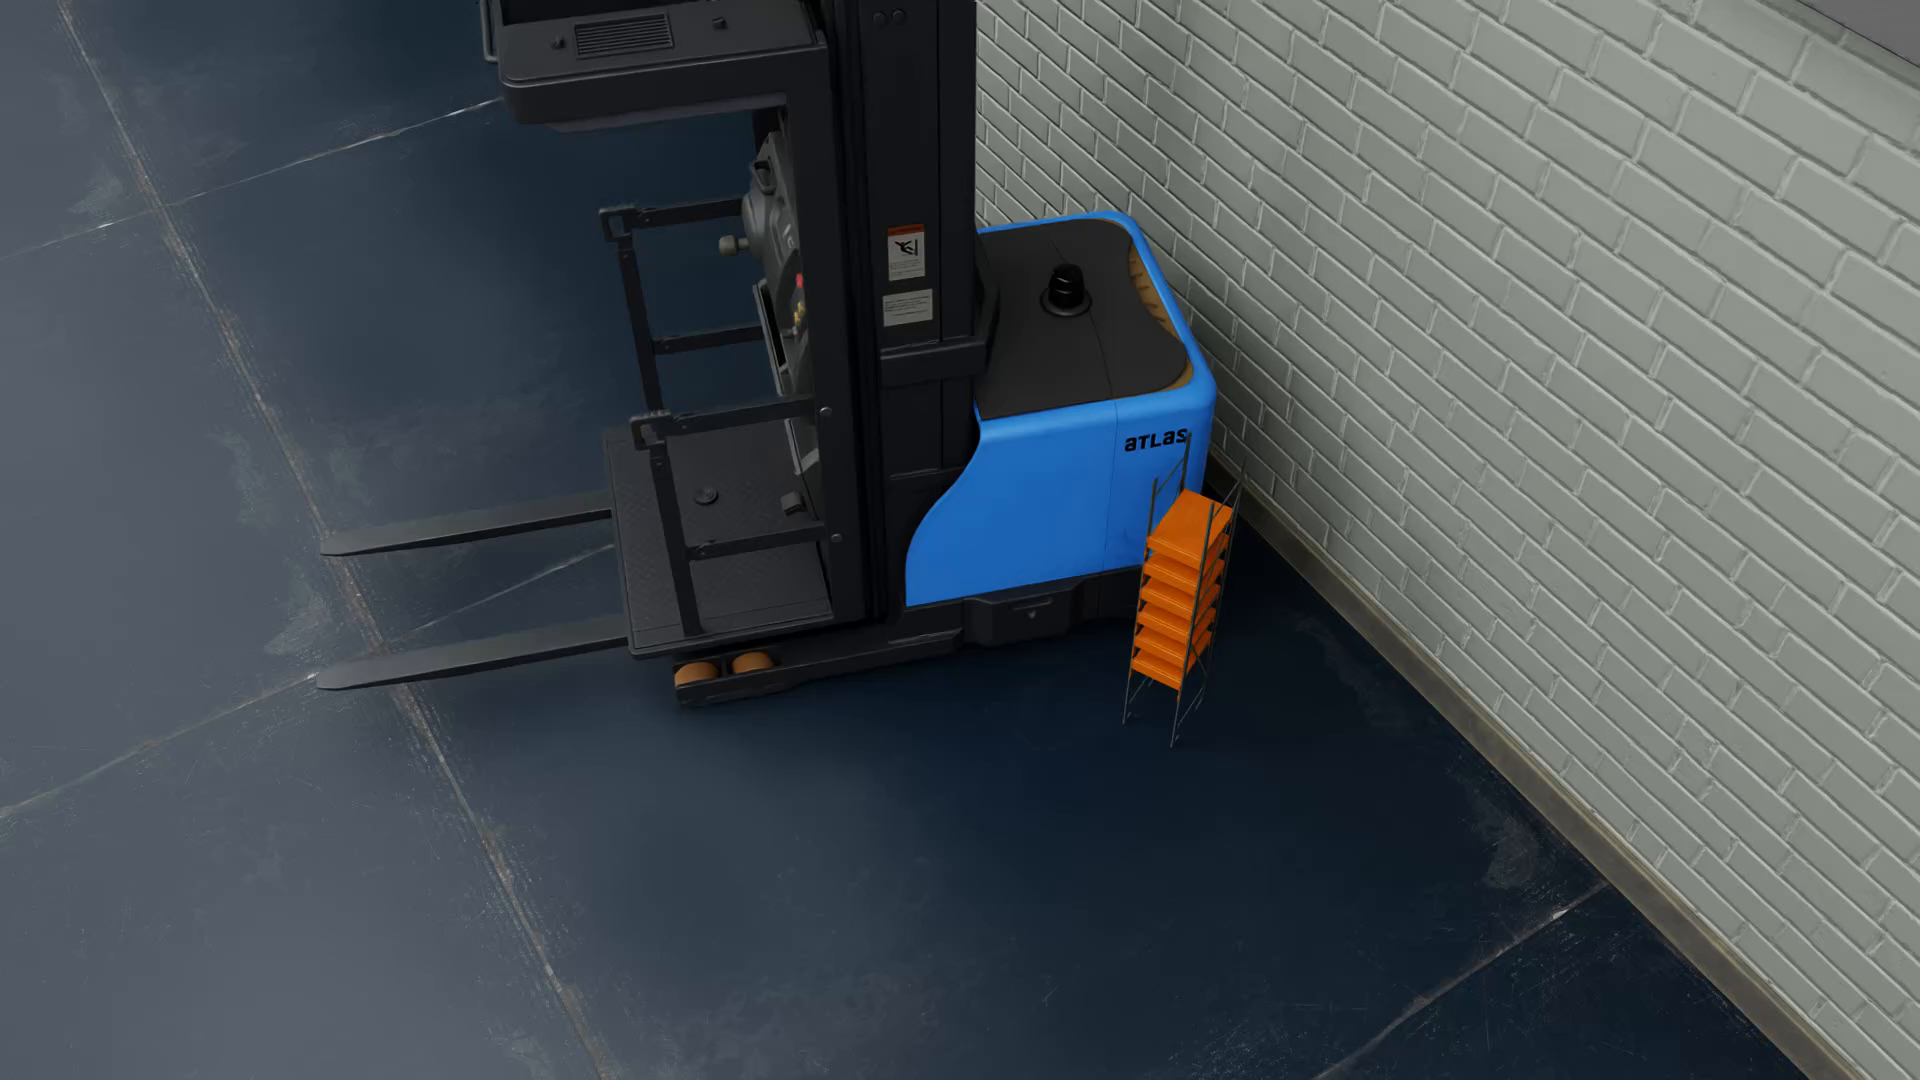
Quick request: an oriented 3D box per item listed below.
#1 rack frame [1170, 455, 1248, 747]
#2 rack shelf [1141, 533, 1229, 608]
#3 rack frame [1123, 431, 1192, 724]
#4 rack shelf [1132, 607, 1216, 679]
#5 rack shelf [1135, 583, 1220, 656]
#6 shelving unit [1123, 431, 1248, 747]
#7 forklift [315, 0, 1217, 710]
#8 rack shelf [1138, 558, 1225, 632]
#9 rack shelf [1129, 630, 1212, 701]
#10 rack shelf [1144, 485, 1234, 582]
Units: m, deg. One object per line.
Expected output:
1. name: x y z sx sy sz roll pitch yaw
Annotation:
1. rack frame: 0.778 0.226 5.245 0.006 1.200 0.240 25 53 21
2. rack shelf: 0.700 0.060 5.131 0.180 0.103 0.258 25 53 21
3. rack frame: 0.622 0.154 5.310 0.006 1.200 0.240 25 53 21
4. rack shelf: 0.700 0.299 5.400 0.180 0.103 0.258 25 53 21
5. rack shelf: 0.700 0.219 5.311 0.180 0.103 0.258 25 53 21
6. shelving unit: 0.700 0.190 5.278 0.189 1.200 0.258 25 53 21
7. forklift: -0.739 -0.835 5.031 3.031 2.935 1.130 -10 49 -9
8. rack shelf: 0.700 0.140 5.221 0.180 0.103 0.258 25 53 21
9. rack shelf: 0.700 0.379 5.490 0.180 0.103 0.258 25 53 21
10. rack shelf: 0.700 -0.020 5.042 0.180 0.103 0.258 25 53 21
